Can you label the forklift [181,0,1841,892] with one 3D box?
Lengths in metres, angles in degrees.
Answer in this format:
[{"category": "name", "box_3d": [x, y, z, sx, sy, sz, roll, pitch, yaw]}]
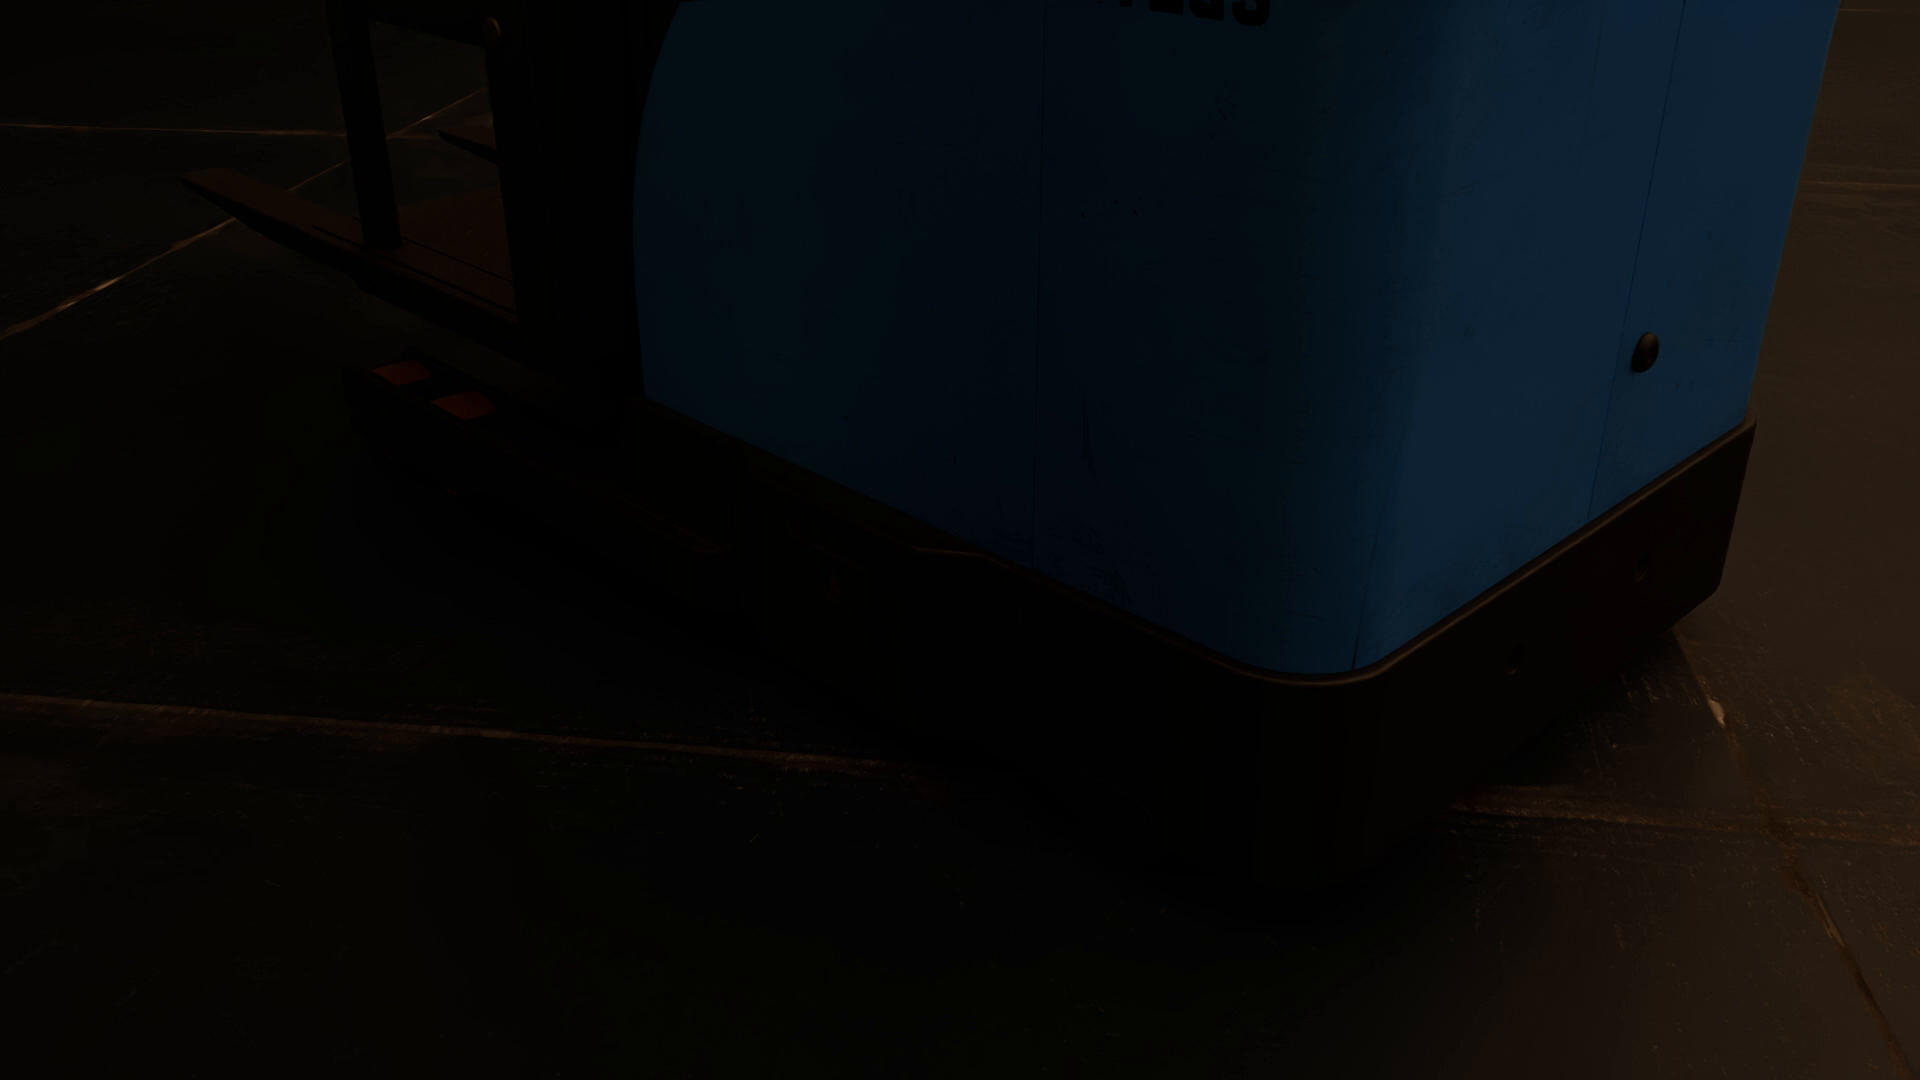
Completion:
[{"category": "forklift", "box_3d": [-0.370, -1.523, 2.271, 1.130, 2.935, 3.031, -24, 35, -39]}]
